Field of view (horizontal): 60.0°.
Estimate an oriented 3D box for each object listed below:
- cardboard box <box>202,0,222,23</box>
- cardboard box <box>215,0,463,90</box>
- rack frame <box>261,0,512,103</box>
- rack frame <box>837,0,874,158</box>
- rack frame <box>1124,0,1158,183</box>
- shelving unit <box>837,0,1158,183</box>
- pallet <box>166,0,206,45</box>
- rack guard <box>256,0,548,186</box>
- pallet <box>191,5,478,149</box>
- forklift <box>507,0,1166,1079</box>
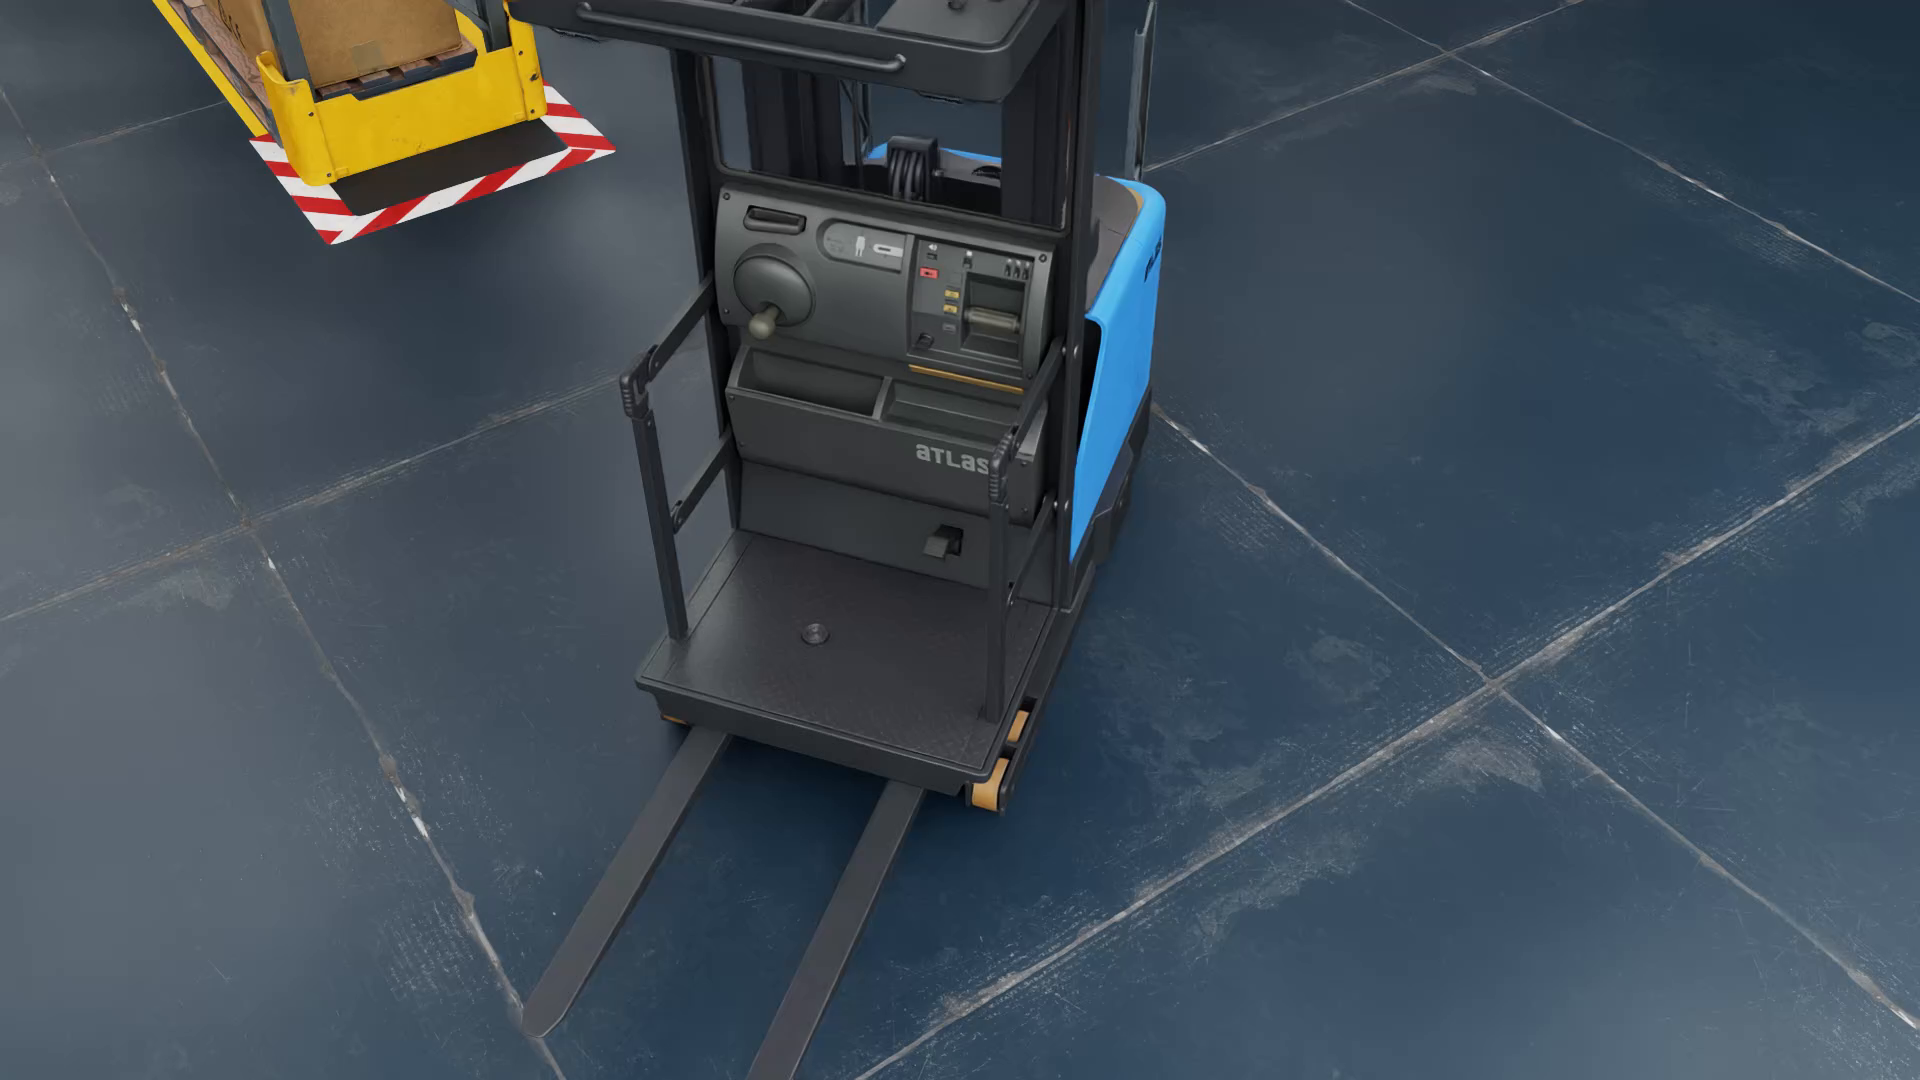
[{"bbox_3d":[-3.465,-3.221,8.187,0.875,0.875,0.875,-26,50,-25],"label":"cardboard box"},{"bbox_3d":[-2.960,-2.724,7.665,0.875,0.875,0.875,-25,49,-24],"label":"cardboard box"},{"bbox_3d":[-2.518,-2.982,6.702,1.000,3.000,0.127,-26,49,-24],"label":"rack frame"},{"bbox_3d":[-0.386,-1.348,6.075,0.032,1.500,0.500,8,44,8],"label":"rack frame"},{"bbox_3d":[0.613,-1.217,5.937,0.032,1.500,0.500,8,44,8],"label":"rack frame"},{"bbox_3d":[0.105,-1.284,6.008,1.083,1.500,0.587,8,44,8],"label":"shelving unit"},{"bbox_3d":[-3.733,-3.086,8.830,1.003,0.211,1.213,-26,49,-24],"label":"pallet"},{"bbox_3d":[-2.504,-2.065,7.551,1.175,0.500,0.348,-26,49,-24],"label":"rack guard"},{"bbox_3d":[-3.040,-2.396,8.107,1.003,0.211,1.213,-26,49,-24],"label":"pallet"},{"bbox_3d":[-0.281,-0.585,4.240,1.130,2.935,3.031,14,45,14],"label":"forklift"}]
